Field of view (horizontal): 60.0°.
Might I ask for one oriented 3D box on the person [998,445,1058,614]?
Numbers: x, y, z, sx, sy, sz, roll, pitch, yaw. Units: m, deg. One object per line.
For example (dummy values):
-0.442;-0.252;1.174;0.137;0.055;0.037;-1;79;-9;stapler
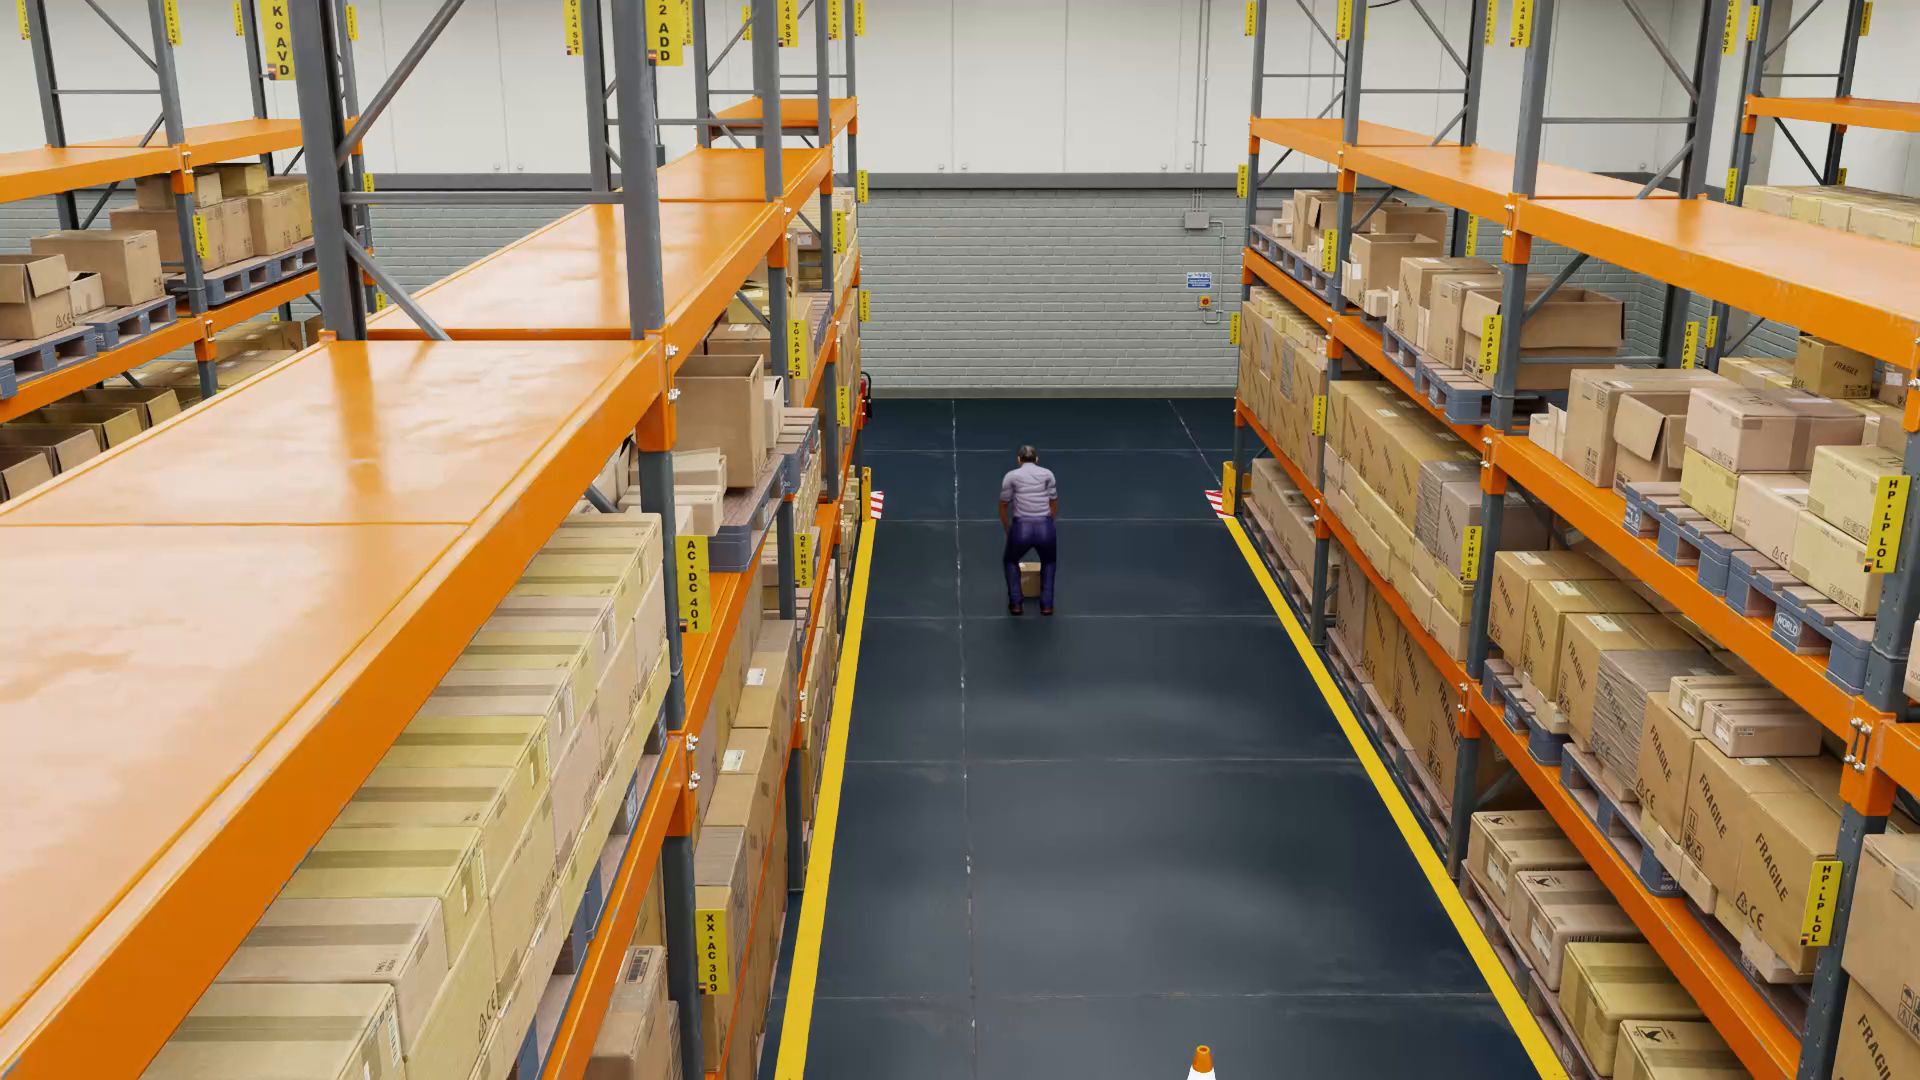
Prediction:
0.600;-0.073;14.655;0.528;1.469;0.573;0;17;0;person
